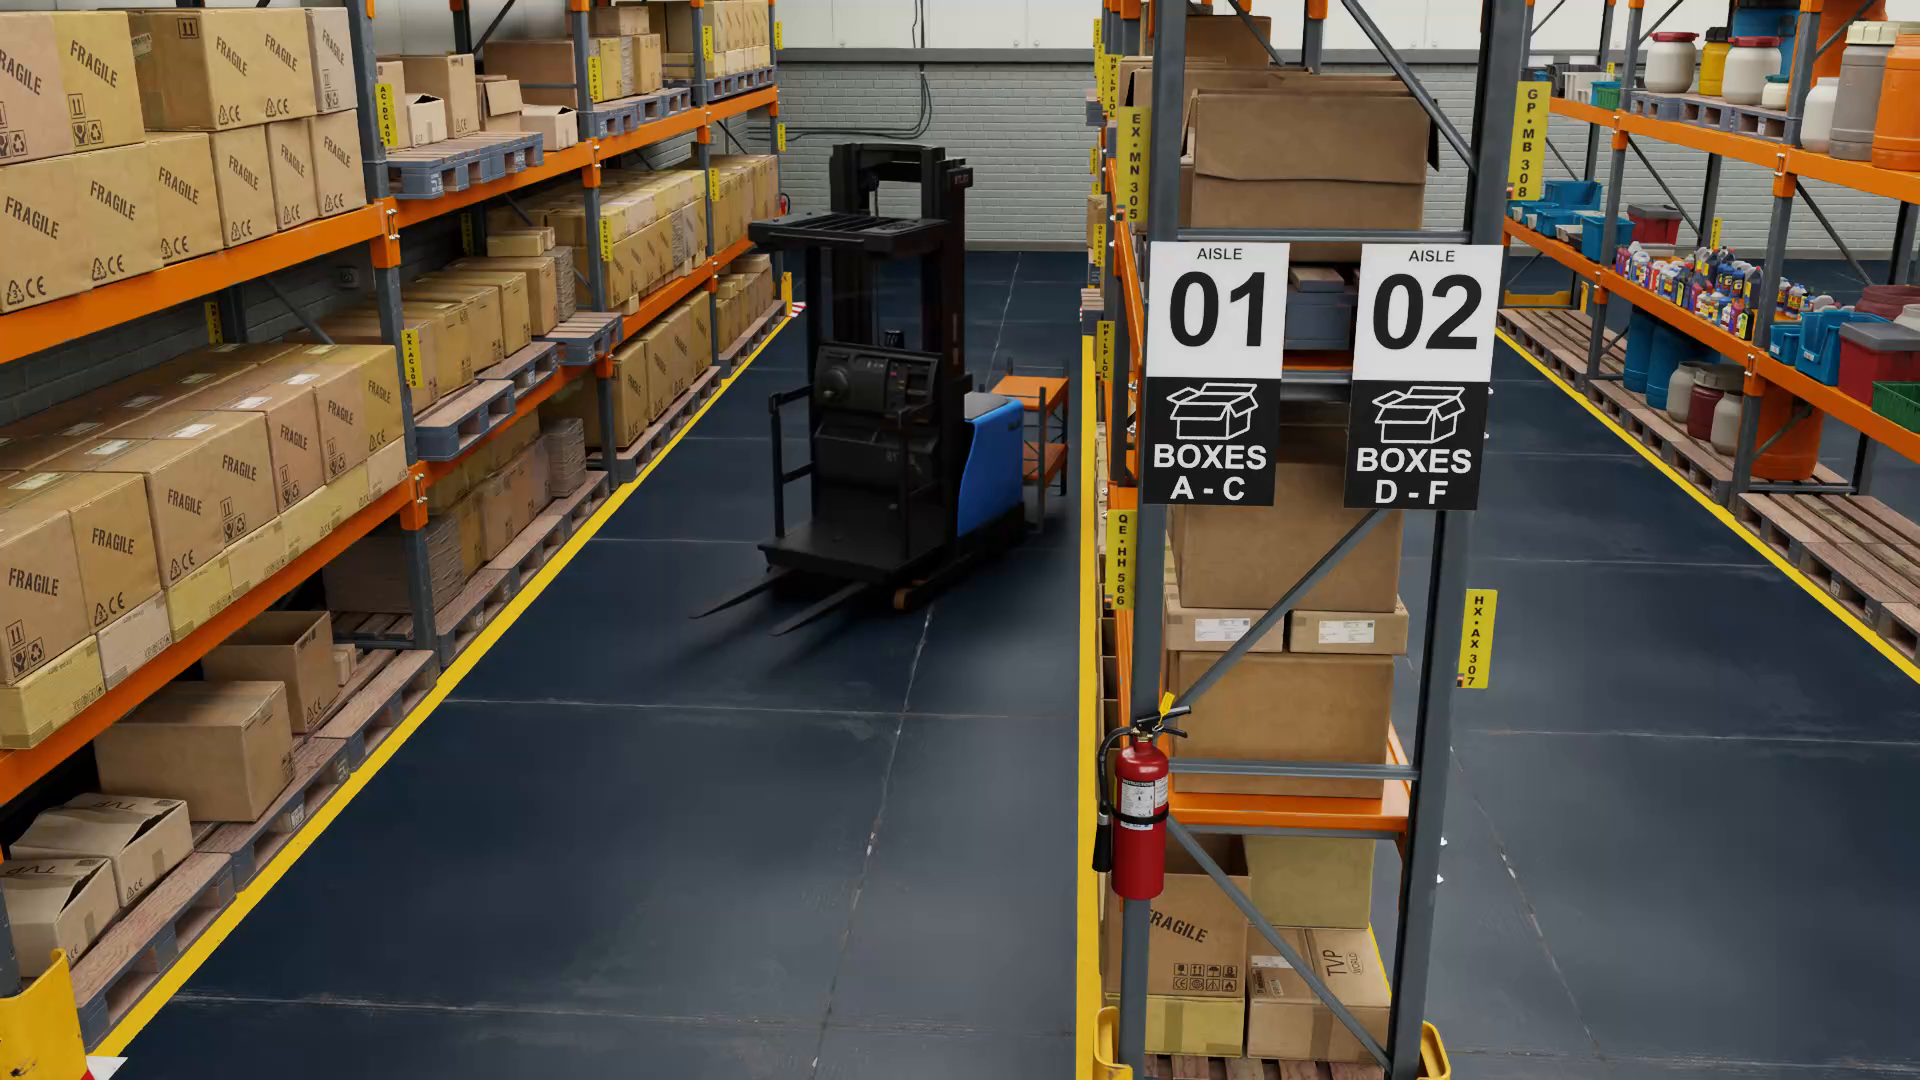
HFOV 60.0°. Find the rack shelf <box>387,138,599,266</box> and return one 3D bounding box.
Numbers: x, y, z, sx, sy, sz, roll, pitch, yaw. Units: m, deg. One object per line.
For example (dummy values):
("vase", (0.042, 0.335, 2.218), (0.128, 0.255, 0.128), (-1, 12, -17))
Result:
("rack shelf", (-3.467, -2.314, 11.007), (1.077, 0.370, 4.000), (1, 18, 4))

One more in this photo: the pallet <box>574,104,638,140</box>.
("pallet", (-3.330, -3.389, 13.434), (1.213, 0.211, 1.003), (2, 18, 6))

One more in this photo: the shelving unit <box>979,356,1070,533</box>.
("shelving unit", (0.503, -0.762, 12.943), (0.538, 1.125, 1.048), (4, 19, 13))

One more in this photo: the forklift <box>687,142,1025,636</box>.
("forklift", (-0.668, -1.073, 10.991), (1.130, 2.935, 3.031), (10, 20, 27))

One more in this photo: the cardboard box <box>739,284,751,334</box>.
("cardboard box", (-2.803, -2.651, 19.037), (0.700, 0.500, 0.500), (2, 18, 5))

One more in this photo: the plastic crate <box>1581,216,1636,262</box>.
("plastic crate", (6.538, -3.047, 16.833), (0.392, 0.384, 0.575), (1, 18, 4))

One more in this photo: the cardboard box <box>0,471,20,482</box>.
("cardboard box", (-4.029, 0.031, 6.516), (0.500, 0.500, 0.500), (2, 18, 5))

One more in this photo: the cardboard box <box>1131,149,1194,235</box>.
("cardboard box", (0.864, -1.242, 5.920), (0.500, 0.250, 0.500), (1, 18, 4))

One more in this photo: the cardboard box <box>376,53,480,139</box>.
("cardboard box", (-3.403, -2.833, 10.600), (0.500, 0.500, 0.500), (1, 18, 2))

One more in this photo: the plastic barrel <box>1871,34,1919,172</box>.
("plastic barrel", (6.236, -2.807, 10.665), (0.600, 0.830, 0.708), (1, 18, 4))

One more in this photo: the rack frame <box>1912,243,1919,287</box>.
("rack frame", (12.072, -4.005, 19.828), (1.000, 3.000, 0.127), (1, 18, 4))

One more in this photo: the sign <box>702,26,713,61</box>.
("sign", (-2.495, -4.906, 16.425), (0.100, 0.325, 0.005), (1, 18, 4))

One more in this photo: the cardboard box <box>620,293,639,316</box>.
("cardboard box", (-2.939, -1.998, 14.074), (0.380, 0.149, 0.250), (2, 18, 6))

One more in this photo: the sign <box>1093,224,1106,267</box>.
("sign", (1.076, -2.264, 12.784), (0.100, 0.325, 0.005), (1, 18, 4))

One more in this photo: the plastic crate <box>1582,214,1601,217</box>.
("plastic crate", (7.218, -3.672, 19.138), (0.396, 0.136, 0.243), (1, 18, 4))

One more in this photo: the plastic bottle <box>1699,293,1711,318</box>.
("plastic bottle", (6.246, -1.960, 13.907), (0.097, 0.201, 0.097), (0, 18, 0))

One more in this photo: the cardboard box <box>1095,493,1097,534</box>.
("cardboard box", (1.221, -0.162, 11.841), (0.500, 0.250, 0.500), (1, 18, 2))

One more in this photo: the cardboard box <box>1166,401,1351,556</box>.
("cardboard box", (1.126, -0.247, 6.114), (0.700, 0.500, 0.500), (1, 18, 2))

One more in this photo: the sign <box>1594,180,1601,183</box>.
("sign", (7.681, -4.186, 20.118), (0.100, 0.325, 0.005), (1, 18, 4))

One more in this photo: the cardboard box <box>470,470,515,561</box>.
("cardboard box", (-3.510, -0.179, 11.460), (0.700, 0.500, 0.500), (1, 18, 5))

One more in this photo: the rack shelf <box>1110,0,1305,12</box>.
("rack shelf", (1.474, -3.440, 10.268), (1.077, 0.370, 4.000), (1, 18, 4))

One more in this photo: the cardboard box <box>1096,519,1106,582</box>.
("cardboard box", (1.105, 0.046, 10.305), (0.500, 0.311, 0.500), (2, 18, 5))

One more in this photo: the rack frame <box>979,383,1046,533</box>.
("rack frame", (0.387, -0.608, 12.473), (0.500, 1.125, 0.032), (4, 19, 13))

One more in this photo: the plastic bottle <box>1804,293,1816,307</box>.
("plastic bottle", (6.920, -1.877, 13.542), (0.097, 0.271, 0.097), (0, 18, 0))

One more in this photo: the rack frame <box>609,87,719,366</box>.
("rack frame", (-3.037, -3.094, 17.049), (1.000, 3.000, 0.127), (1, 18, 4))

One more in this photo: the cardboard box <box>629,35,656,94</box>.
("cardboard box", (-3.185, -4.331, 15.139), (0.700, 0.500, 0.500), (1, 18, 3))

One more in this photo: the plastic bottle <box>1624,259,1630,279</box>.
("plastic bottle", (6.393, -2.597, 15.850), (0.097, 0.201, 0.097), (0, 18, 0))

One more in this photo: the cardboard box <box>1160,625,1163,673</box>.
("cardboard box", (1.165, 0.233, 6.736), (0.700, 0.500, 0.500), (1, 18, 4))

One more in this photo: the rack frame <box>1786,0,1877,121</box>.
("rack frame", (6.558, -4.482, 11.649), (1.000, 3.000, 0.127), (1, 18, 4))

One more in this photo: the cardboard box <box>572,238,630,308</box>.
("cardboard box", (-3.033, -2.196, 13.636), (0.500, 0.500, 0.500), (2, 18, 6))

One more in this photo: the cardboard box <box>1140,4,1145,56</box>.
("cardboard box", (1.692, -3.984, 13.182), (0.500, 0.500, 0.500), (1, 18, 4))

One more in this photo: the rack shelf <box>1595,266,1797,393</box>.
("rack shelf", (6.701, -1.910, 14.591), (1.077, 0.370, 4.000), (1, 18, 4))

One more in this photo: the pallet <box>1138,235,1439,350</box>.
("pallet", (1.121, -0.860, 5.556), (1.003, 0.211, 1.213), (1, 18, 4))

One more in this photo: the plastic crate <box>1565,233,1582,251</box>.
("plastic crate", (6.657, -3.125, 17.487), (0.437, 0.125, 0.590), (1, 18, 4))

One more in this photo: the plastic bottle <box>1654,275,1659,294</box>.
("plastic bottle", (6.330, -2.321, 15.007), (0.097, 0.201, 0.097), (0, 18, 0))

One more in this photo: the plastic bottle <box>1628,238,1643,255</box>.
("plastic bottle", (6.493, -2.735, 16.032), (0.144, 0.351, 0.185), (1, 18, 4))

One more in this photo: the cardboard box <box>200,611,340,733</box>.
("cardboard box", (-3.645, 0.692, 8.801), (0.500, 0.500, 0.500), (0, 18, 0))

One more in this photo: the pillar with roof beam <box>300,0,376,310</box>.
("pillar with roof beam", (0.014, -4.222, 10.857), (9.100, 9.000, 0.400), (1, 18, 4))

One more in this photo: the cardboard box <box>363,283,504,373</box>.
("cardboard box", (-3.477, -1.402, 11.018), (0.700, 0.500, 0.500), (4, 19, 11))

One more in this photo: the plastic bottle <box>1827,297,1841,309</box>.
("plastic bottle", (6.980, -1.804, 13.298), (0.061, 0.283, 0.133), (1, 18, 4))

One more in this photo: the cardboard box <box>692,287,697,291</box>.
("cardboard box", (-3.035, -2.849, 18.599), (0.380, 0.149, 0.250), (1, 18, 2))

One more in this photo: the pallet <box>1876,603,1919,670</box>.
("pallet", (6.289, 0.692, 9.973), (1.003, 0.211, 1.213), (1, 18, 4))

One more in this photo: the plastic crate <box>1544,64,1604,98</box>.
("plastic crate", (6.748, -5.043, 18.279), (0.504, 0.338, 0.767), (1, 18, 4))

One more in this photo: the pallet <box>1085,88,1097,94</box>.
("pallet", (1.788, -4.120, 15.664), (1.213, 0.211, 1.003), (1, 18, 4))

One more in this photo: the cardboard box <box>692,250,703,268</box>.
("cardboard box", (-2.773, -2.794, 16.505), (0.380, 0.149, 0.250), (2, 18, 5))

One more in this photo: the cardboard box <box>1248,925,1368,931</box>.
("cardboard box", (1.337, 1.532, 6.671), (0.500, 0.250, 0.500), (1, 18, 4))

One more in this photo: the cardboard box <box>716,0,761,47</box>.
("cardboard box", (-2.577, -5.906, 19.013), (0.500, 0.500, 0.500), (2, 18, 6))

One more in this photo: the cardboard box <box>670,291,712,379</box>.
("cardboard box", (-2.954, -2.068, 16.694), (0.750, 0.750, 0.750), (1, 18, 5))

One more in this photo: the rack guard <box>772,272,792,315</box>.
("rack guard", (-2.748, -3.156, 21.253), (1.175, 0.500, 0.348), (1, 18, 4))

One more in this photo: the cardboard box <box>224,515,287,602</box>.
("cardboard box", (-3.441, 0.073, 7.591), (0.500, 0.250, 0.500), (1, 18, 4))

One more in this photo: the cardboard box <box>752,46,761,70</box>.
("cardboard box", (-2.574, -5.543, 19.110), (0.500, 0.250, 0.500), (1, 18, 2))

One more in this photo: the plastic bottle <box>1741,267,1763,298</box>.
("plastic bottle", (7.050, -2.301, 14.826), (0.152, 0.276, 0.135), (1, 18, 4))
